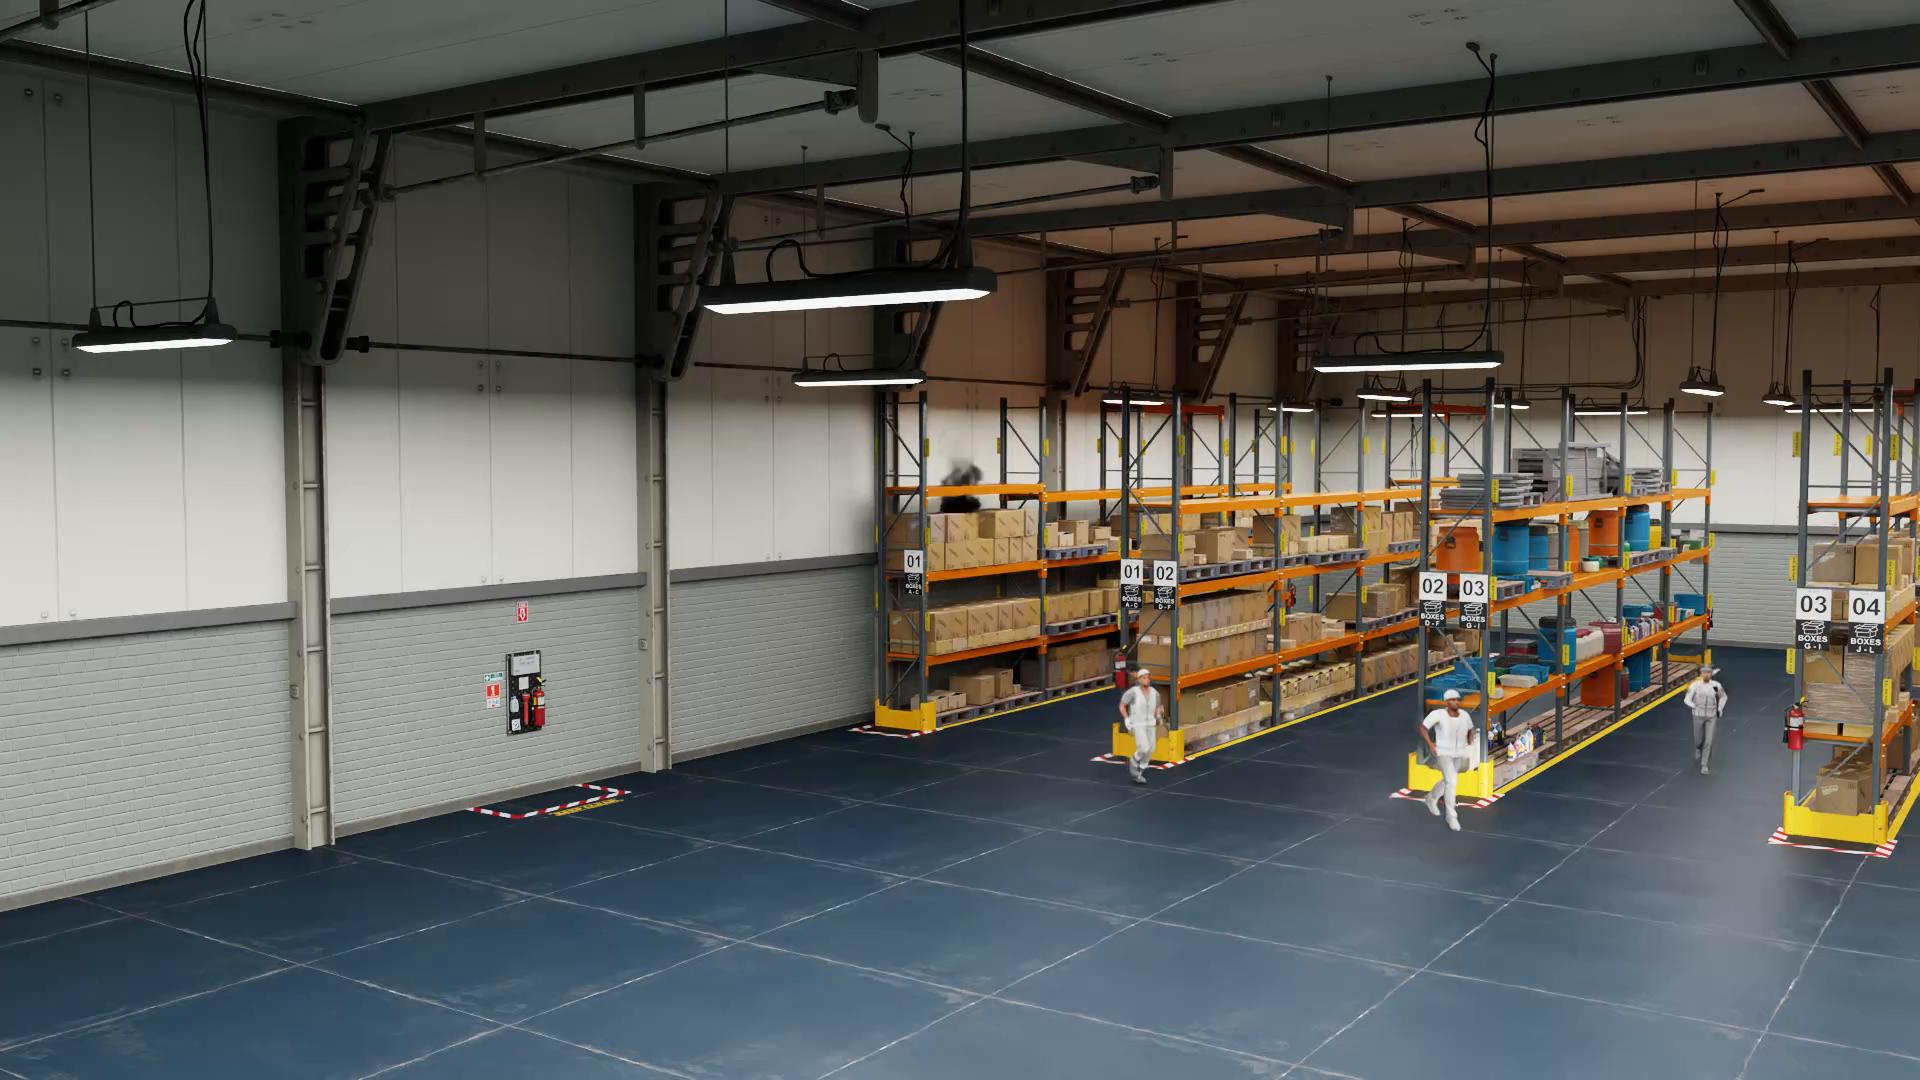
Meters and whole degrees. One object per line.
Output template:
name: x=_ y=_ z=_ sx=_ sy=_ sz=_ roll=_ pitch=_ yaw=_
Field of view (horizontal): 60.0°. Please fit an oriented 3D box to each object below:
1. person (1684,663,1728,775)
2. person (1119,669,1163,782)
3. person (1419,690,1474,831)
person: x=11.495 y=2.727 z=25.660 sx=0.586 sy=1.669 sz=0.890 roll=1 pitch=3 yaw=20
person: x=2.740 y=2.767 z=24.722 sx=0.608 sy=1.707 sz=0.603 roll=-1 pitch=3 yaw=-23
person: x=6.526 y=2.879 z=22.164 sx=0.715 sy=1.808 sz=0.862 roll=-1 pitch=3 yaw=-19
